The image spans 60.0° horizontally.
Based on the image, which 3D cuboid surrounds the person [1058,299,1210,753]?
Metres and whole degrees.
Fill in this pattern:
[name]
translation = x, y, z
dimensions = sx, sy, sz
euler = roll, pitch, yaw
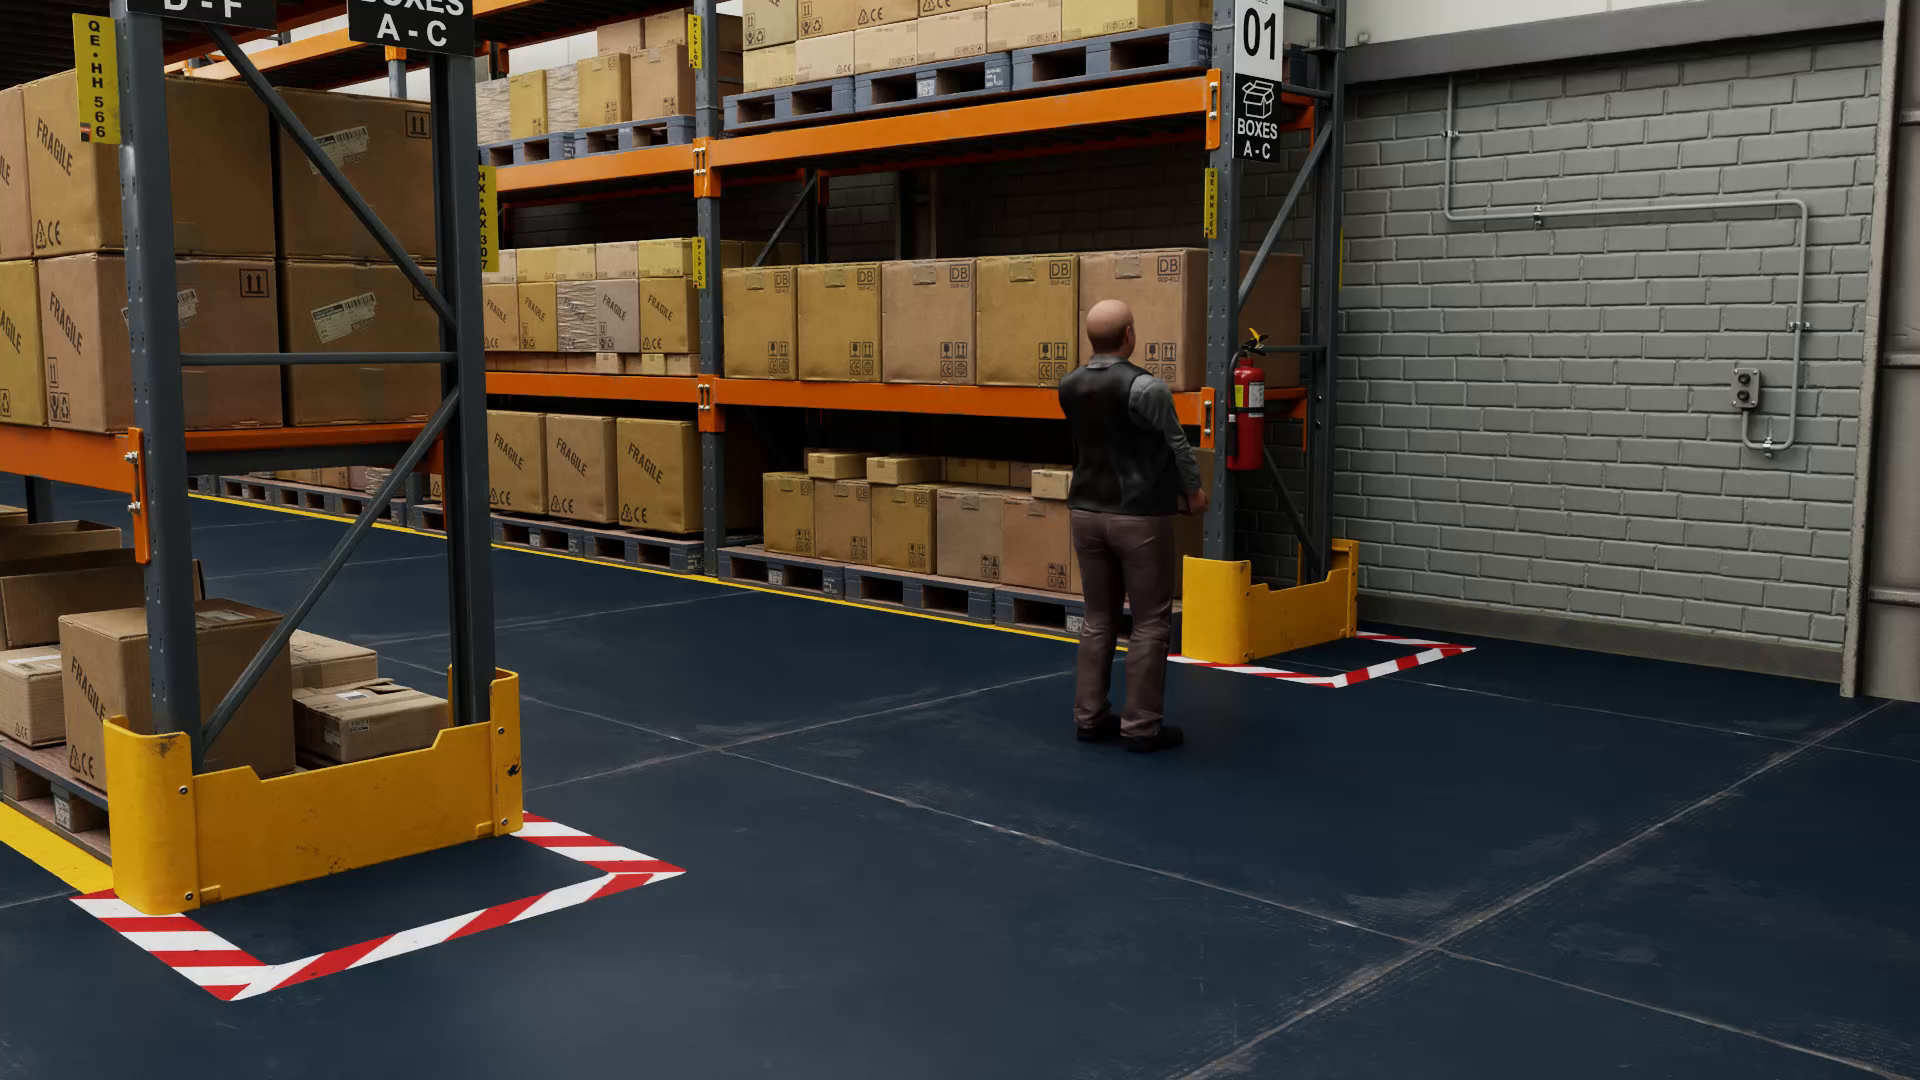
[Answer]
[person]
translation = 0.679, -0.070, 6.463
dimensions = 0.494, 1.711, 0.551
euler = 7, 10, 44
